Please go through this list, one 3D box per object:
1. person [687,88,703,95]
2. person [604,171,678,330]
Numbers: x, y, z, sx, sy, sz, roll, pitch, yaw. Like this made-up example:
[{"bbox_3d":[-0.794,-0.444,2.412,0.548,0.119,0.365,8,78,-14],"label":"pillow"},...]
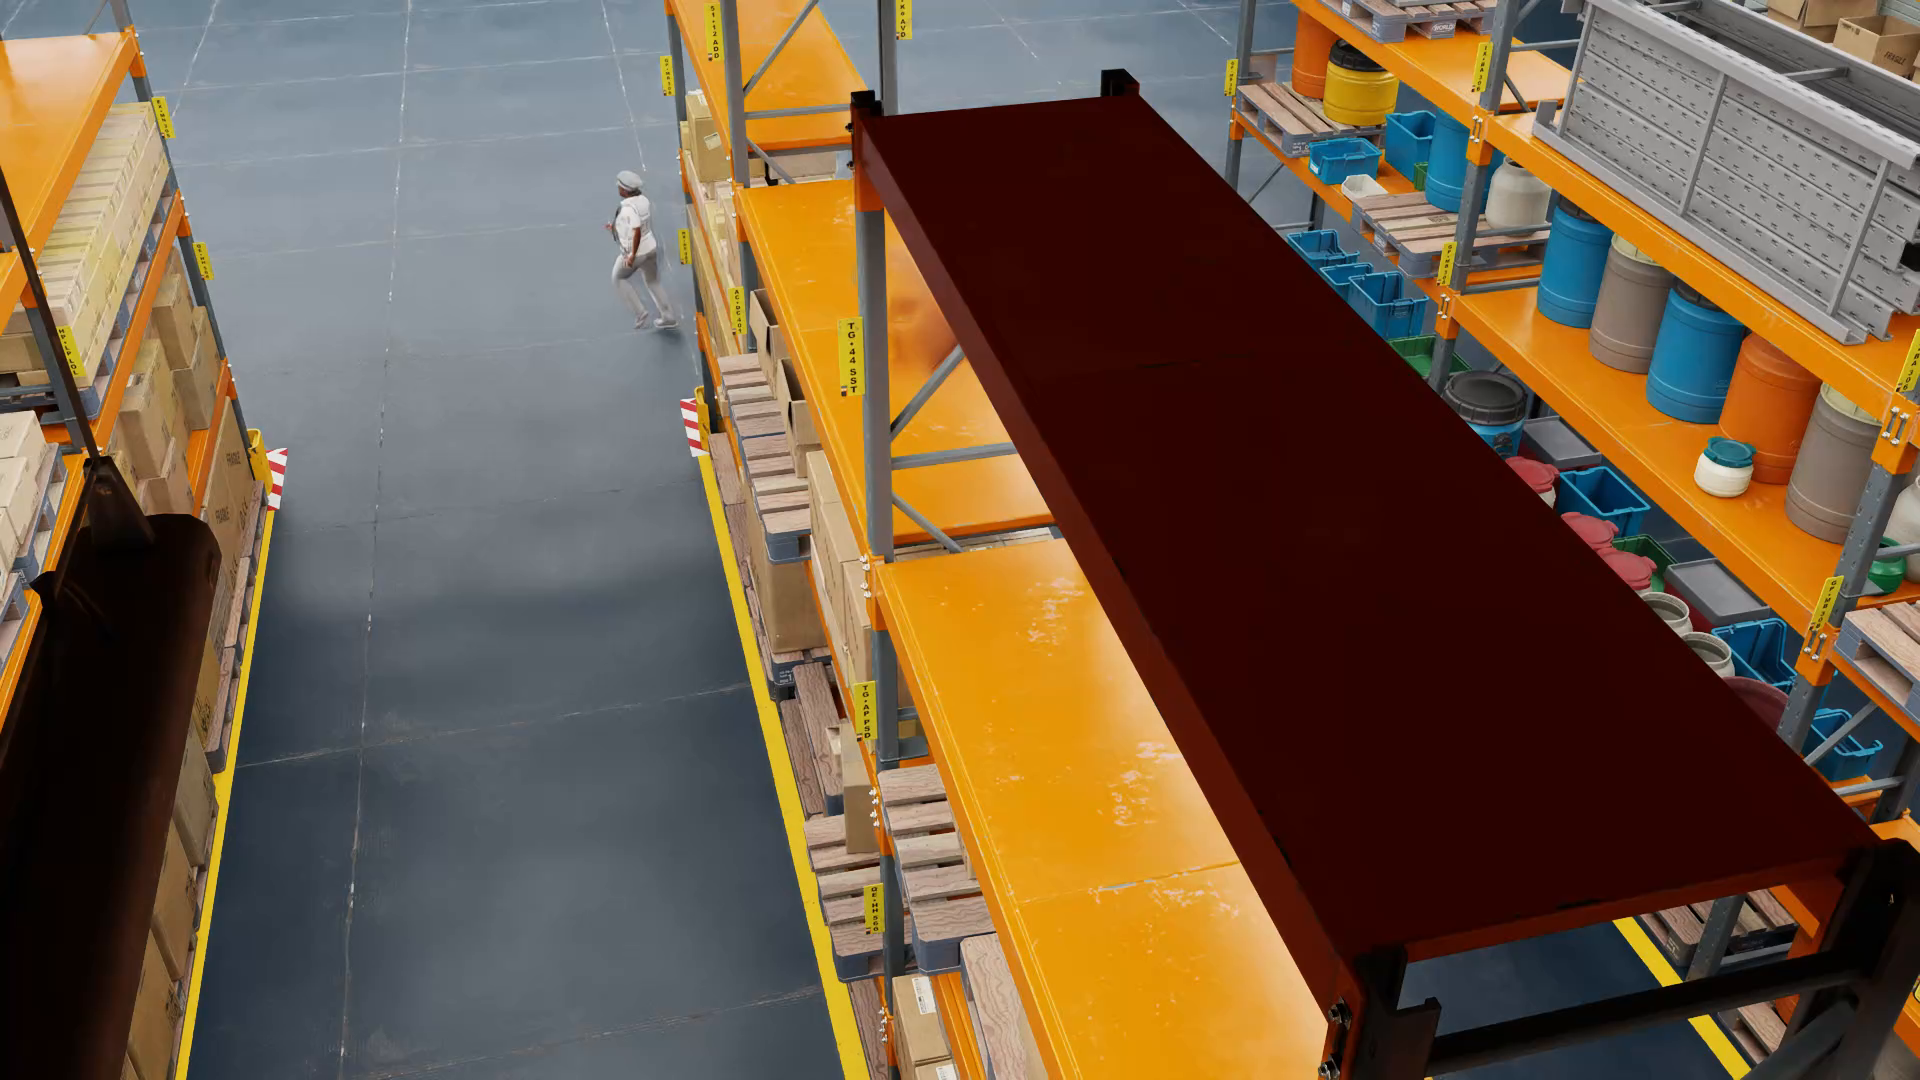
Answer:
[{"bbox_3d":[-2.807,-4.227,18.725,0.572,1.748,0.648,9,36,13],"label":"person"},{"bbox_3d":[-3.286,-2.909,16.858,0.772,1.696,0.537,16,38,22],"label":"person"}]
